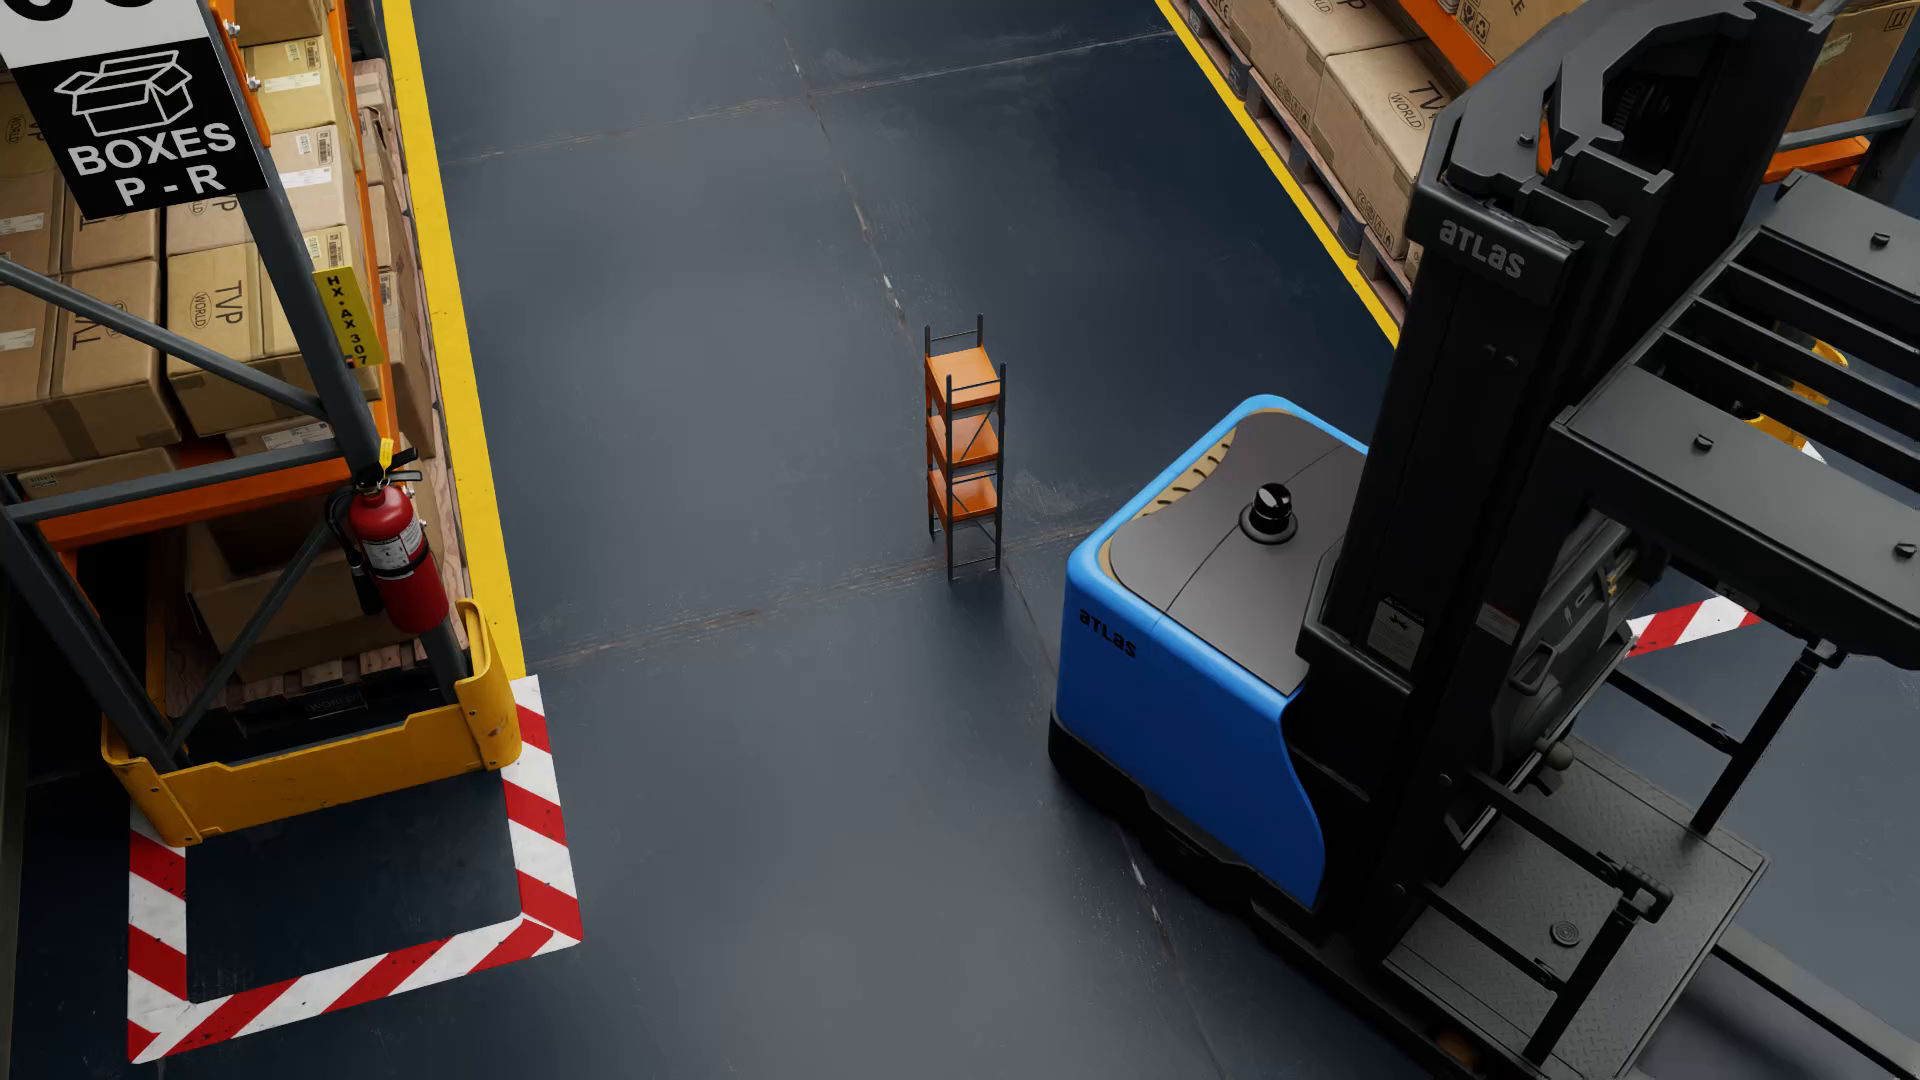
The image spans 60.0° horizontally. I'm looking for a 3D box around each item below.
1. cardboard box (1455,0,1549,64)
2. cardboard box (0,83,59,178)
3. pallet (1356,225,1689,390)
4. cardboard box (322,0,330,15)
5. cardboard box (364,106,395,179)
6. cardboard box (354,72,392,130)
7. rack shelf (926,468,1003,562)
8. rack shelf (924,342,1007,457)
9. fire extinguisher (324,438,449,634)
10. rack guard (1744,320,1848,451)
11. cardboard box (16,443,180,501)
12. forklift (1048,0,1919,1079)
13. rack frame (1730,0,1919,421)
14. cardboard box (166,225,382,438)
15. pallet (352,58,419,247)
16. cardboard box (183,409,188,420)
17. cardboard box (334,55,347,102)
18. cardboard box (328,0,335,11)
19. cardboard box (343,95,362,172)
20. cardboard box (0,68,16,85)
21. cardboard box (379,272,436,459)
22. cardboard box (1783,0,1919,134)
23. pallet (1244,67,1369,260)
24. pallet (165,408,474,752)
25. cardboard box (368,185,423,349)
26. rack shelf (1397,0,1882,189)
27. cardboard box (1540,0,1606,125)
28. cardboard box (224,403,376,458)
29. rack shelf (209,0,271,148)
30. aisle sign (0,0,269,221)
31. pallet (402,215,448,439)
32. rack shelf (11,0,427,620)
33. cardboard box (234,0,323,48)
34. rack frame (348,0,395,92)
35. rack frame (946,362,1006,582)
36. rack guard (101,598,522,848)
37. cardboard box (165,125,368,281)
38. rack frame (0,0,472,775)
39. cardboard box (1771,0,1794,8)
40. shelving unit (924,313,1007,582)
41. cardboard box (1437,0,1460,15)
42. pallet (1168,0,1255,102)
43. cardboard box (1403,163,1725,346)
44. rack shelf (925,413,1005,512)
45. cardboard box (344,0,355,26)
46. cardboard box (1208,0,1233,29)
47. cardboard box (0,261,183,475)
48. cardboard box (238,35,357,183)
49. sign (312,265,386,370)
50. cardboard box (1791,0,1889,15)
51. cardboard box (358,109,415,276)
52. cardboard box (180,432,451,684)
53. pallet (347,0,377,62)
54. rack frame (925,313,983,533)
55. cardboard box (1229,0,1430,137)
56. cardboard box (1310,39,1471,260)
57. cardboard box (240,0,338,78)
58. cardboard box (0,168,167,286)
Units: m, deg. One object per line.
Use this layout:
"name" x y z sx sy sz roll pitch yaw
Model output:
"cardboard box" 2.152 -1.975 5.888 0.500 0.500 0.500 -14 51 -12
"cardboard box" -2.741 -1.218 5.219 0.500 0.250 0.500 -12 51 -10
"pallet" 2.371 -0.948 6.911 1.003 0.211 1.213 -13 51 -11
"cardboard box" -2.561 -2.078 5.943 0.500 0.250 0.500 -14 51 -11
"cardboard box" -2.691 -1.730 7.260 0.396 0.266 0.258 -12 51 -10
"cardboard box" -2.796 -1.953 7.524 0.380 0.149 0.250 -15 51 -12
"rack shelf" 0.016 -0.113 6.036 0.215 0.259 0.240 -13 51 -11
"rack shelf" 0.016 -0.475 5.607 0.215 0.259 0.240 -13 51 -11
"fire extinguisher" -1.574 -0.007 4.589 0.296 0.674 0.183 -13 51 -11
"rack guard" 2.689 -0.457 6.308 1.175 0.500 0.348 -13 51 -11
"cardboard box" -2.413 -0.256 4.668 0.380 0.149 0.250 -14 51 -11
"forklift" 1.719 0.296 4.083 3.031 2.935 1.130 35 58 26
"rack frame" 2.682 -1.280 5.368 1.000 3.000 0.127 -13 51 -11
"cardboard box" -1.935 -0.595 4.693 0.500 0.250 0.500 -13 51 -11
"pallet" -3.039 -1.676 7.525 1.003 0.211 1.213 -13 51 -11
"cardboard box" -2.429 -0.455 4.836 0.380 0.149 0.250 -12 51 -10
"cardboard box" -2.325 -1.516 5.731 0.380 0.149 0.250 -12 51 -10
"cardboard box" -2.554 -2.073 6.200 0.380 0.149 0.250 -14 51 -12
"cardboard box" -2.227 -1.329 5.573 0.380 0.149 0.250 -15 51 -12
"cardboard box" -2.896 -1.600 5.541 0.500 0.250 0.500 -13 51 -11
"cardboard box" -2.365 -0.586 6.143 0.700 0.500 0.500 -11 51 -9
"cardboard box" 2.814 -1.728 5.680 0.500 0.500 0.500 -14 51 -11
"pallet" 2.014 -1.837 7.661 1.003 0.211 1.213 -13 51 -11
"pallet" -2.318 0.106 6.023 1.003 0.211 1.213 -13 51 -11
"cardboard box" -2.425 -0.995 6.487 0.500 0.500 0.500 -12 51 -10
"rack shelf" 2.091 -2.509 6.874 1.077 0.370 4.000 -13 51 -11
"cardboard box" 2.287 -1.605 5.576 0.500 0.500 0.500 -13 51 -11
"cardboard box" -1.894 -0.377 4.770 0.380 0.149 0.250 -14 51 -11
"rack shelf" -2.650 -2.351 4.779 1.077 0.370 4.000 -13 51 -11
"aisle sign" -1.758 -1.010 3.439 0.394 0.787 0.004 -13 51 -11
"pallet" -2.675 -0.784 6.773 1.003 0.211 1.213 -13 51 -11
"rack shelf" -2.650 -1.384 5.926 1.077 0.370 4.000 -13 51 -11
"cardboard box" -2.379 -1.932 5.330 0.500 0.500 0.500 -12 51 -10
"rack frame" -3.241 -3.077 6.882 1.000 3.000 0.127 -13 51 -11
"rack frame" 0.052 -0.210 5.741 0.200 1.050 0.008 -13 51 -11
"rack guard" -2.081 0.595 5.422 1.175 0.500 0.348 -13 51 -11
"cardboard box" -2.085 -0.963 5.004 0.500 0.250 0.500 -13 51 -11
"rack frame" -2.059 -0.155 4.419 1.000 3.000 0.127 -13 51 -11
"cardboard box" 2.312 -1.933 5.198 0.500 0.500 0.500 -12 51 -10
"shelving unit" 0.016 -0.299 5.816 0.215 1.050 0.252 -13 51 -11
"cardboard box" 1.991 -2.349 6.203 0.500 0.500 0.500 -12 51 -10
"pallet" 1.649 -2.730 8.413 1.003 0.211 1.213 -13 51 -11
"cardboard box" 2.391 -1.049 6.574 0.875 0.438 0.875 -15 51 -12
"rack shelf" 0.016 -0.292 5.824 0.215 0.259 0.240 -13 51 -11
"cardboard box" -3.170 -2.811 8.018 0.500 0.500 0.500 -11 51 -9
"cardboard box" 1.582 -3.029 8.242 0.875 0.438 0.875 -14 51 -12
"cardboard box" -2.448 -0.479 4.595 0.500 0.250 0.500 -12 51 -10
"cardboard box" -2.238 -1.333 5.315 0.500 0.250 0.500 -14 51 -12
"sign" -1.540 -0.557 4.192 0.100 0.325 0.005 -13 51 -11
"cardboard box" 2.812 -2.050 5.297 0.500 0.500 0.500 -14 51 -12
"cardboard box" -2.672 -1.345 6.782 0.700 0.500 0.500 -15 52 -12
"cardboard box" -2.149 0.046 5.608 0.797 0.503 0.637 -15 52 -12
"pallet" -3.518 -2.764 8.442 1.003 0.211 1.213 -13 51 -11
"rack frame" -0.020 -0.388 5.891 0.200 1.050 0.008 -13 51 -11
"cardboard box" 1.848 -2.375 7.691 0.875 0.438 0.875 -15 51 -12
"cardboard box" 2.113 -1.716 7.136 0.875 0.438 0.875 -12 51 -10
"cardboard box" -2.409 -1.702 5.626 0.500 0.250 0.500 -15 51 -12
"cardboard box" -2.599 -0.856 4.913 0.500 0.250 0.500 -13 51 -11
